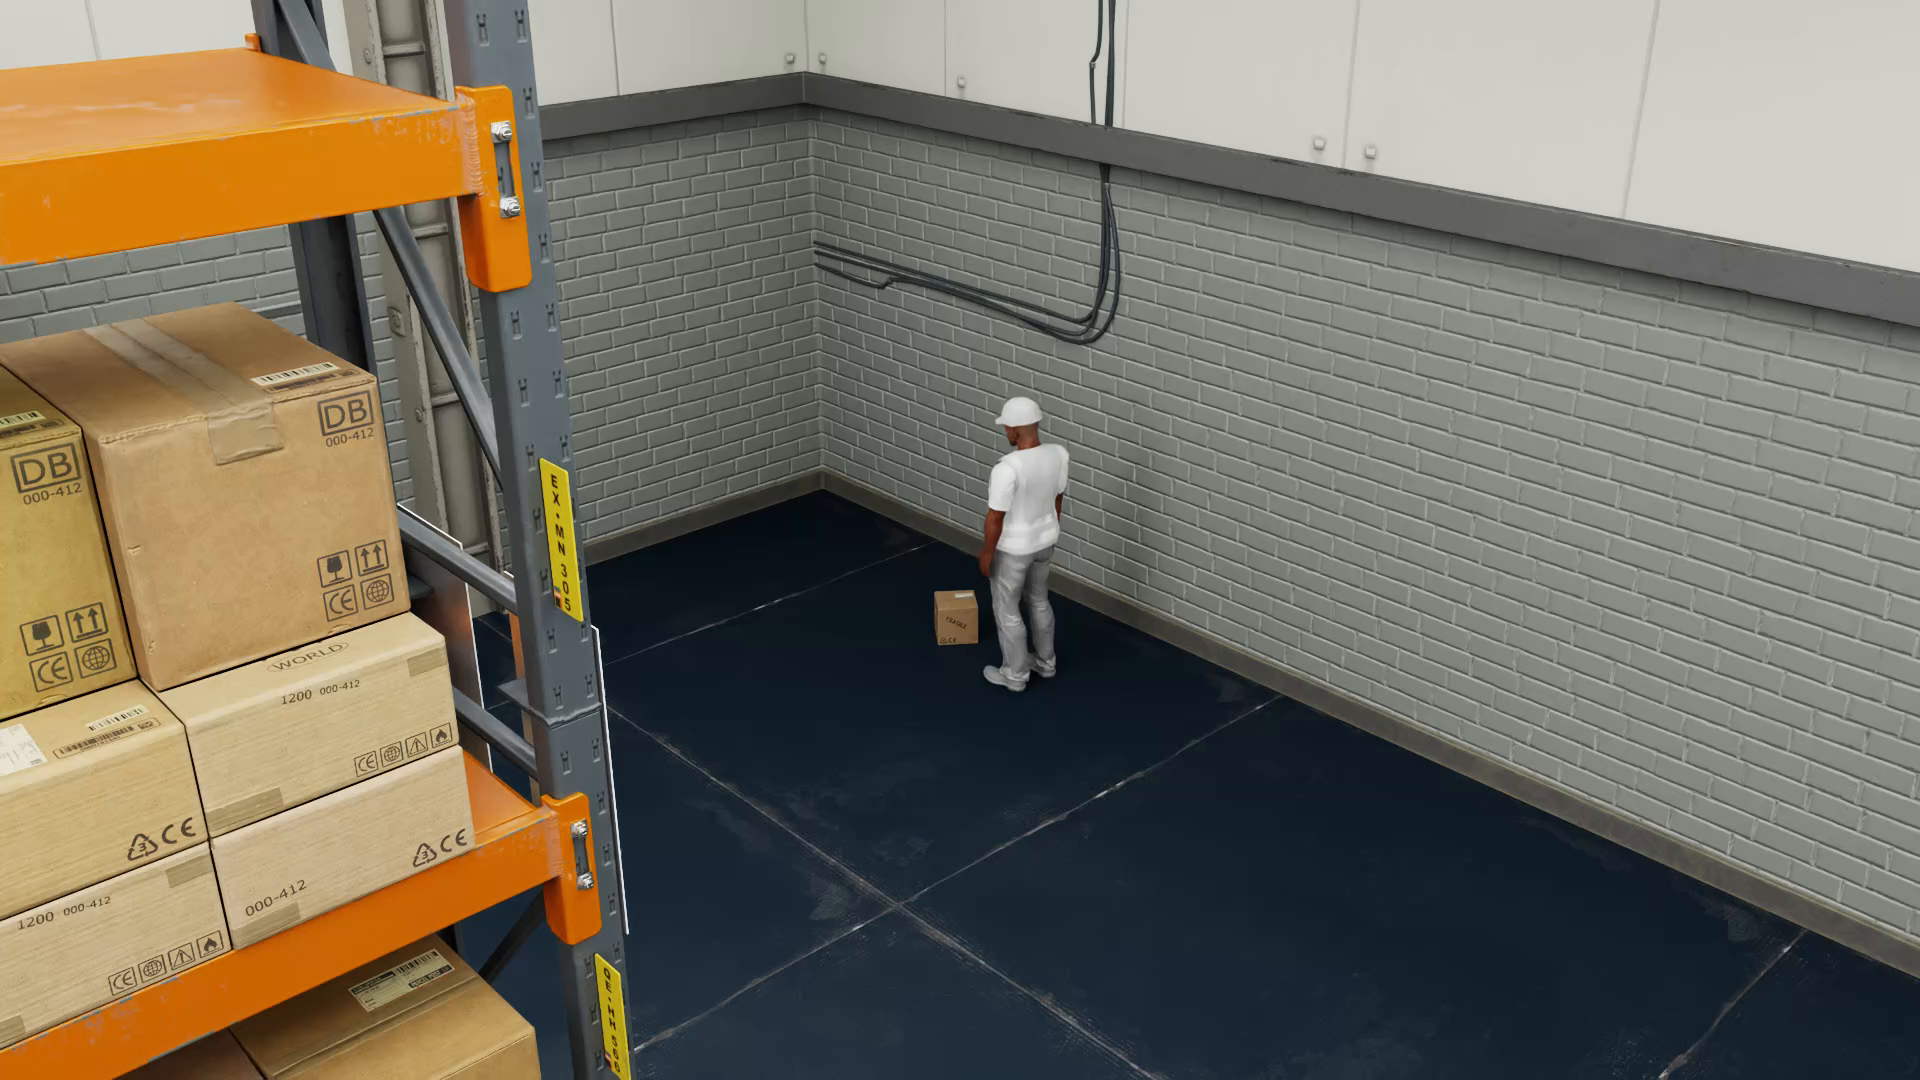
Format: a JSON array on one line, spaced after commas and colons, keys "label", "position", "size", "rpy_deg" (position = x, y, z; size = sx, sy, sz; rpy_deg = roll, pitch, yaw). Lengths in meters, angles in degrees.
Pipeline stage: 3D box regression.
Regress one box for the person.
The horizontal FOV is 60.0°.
[{"label": "person", "position": [0.355, 0.018, 9.536], "size": [0.566, 1.762, 0.361], "rpy_deg": [-20, 31, -38]}]
